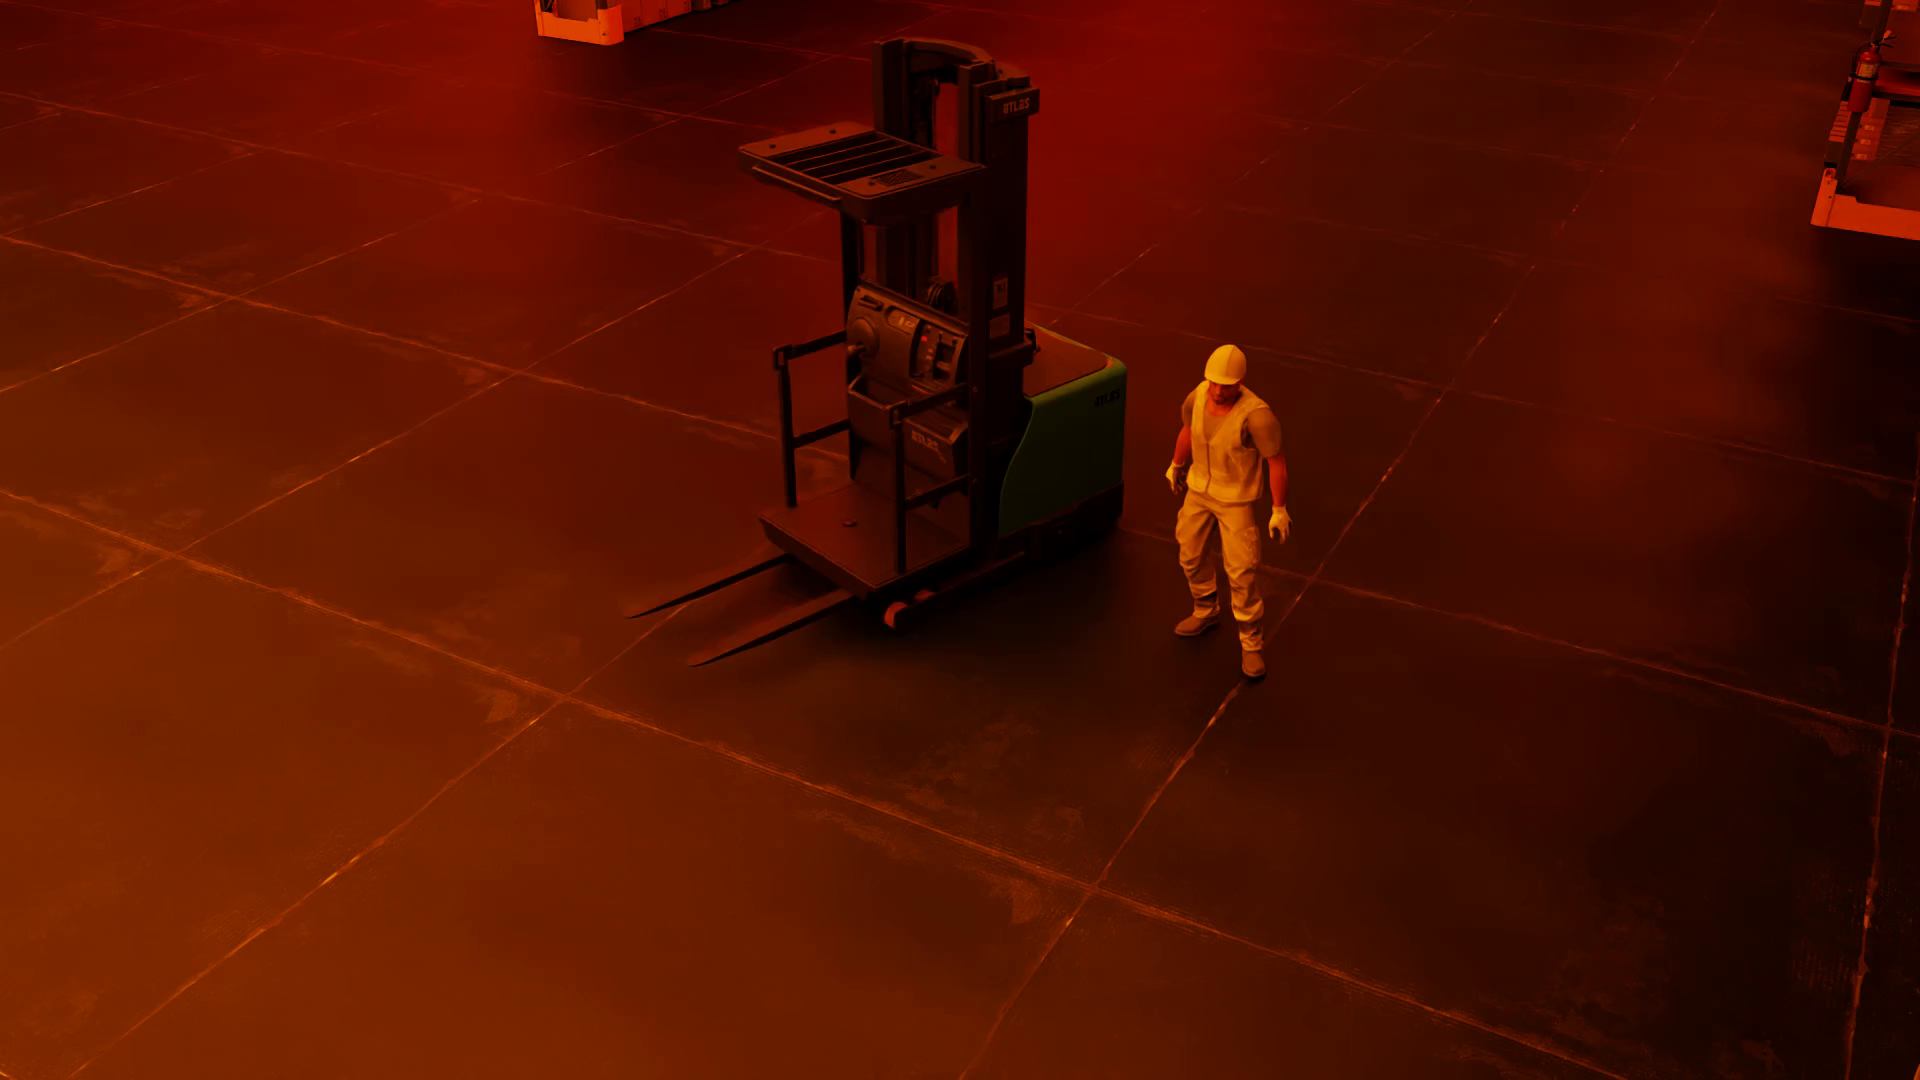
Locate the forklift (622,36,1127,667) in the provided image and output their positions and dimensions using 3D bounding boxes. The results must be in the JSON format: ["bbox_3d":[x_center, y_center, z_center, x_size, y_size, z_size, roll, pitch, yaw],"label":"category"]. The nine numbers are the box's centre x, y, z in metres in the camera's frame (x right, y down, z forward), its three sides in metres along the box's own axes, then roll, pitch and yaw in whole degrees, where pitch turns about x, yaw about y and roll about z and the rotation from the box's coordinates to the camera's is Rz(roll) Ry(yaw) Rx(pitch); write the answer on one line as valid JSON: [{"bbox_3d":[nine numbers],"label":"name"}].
[{"bbox_3d":[-0.452,-1.060,8.908,3.031,2.935,1.130,-24,38,-35],"label":"forklift"}]

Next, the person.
[{"bbox_3d":[1.353,-0.210,8.619,0.852,1.750,0.433,26,39,37],"label":"person"}]
